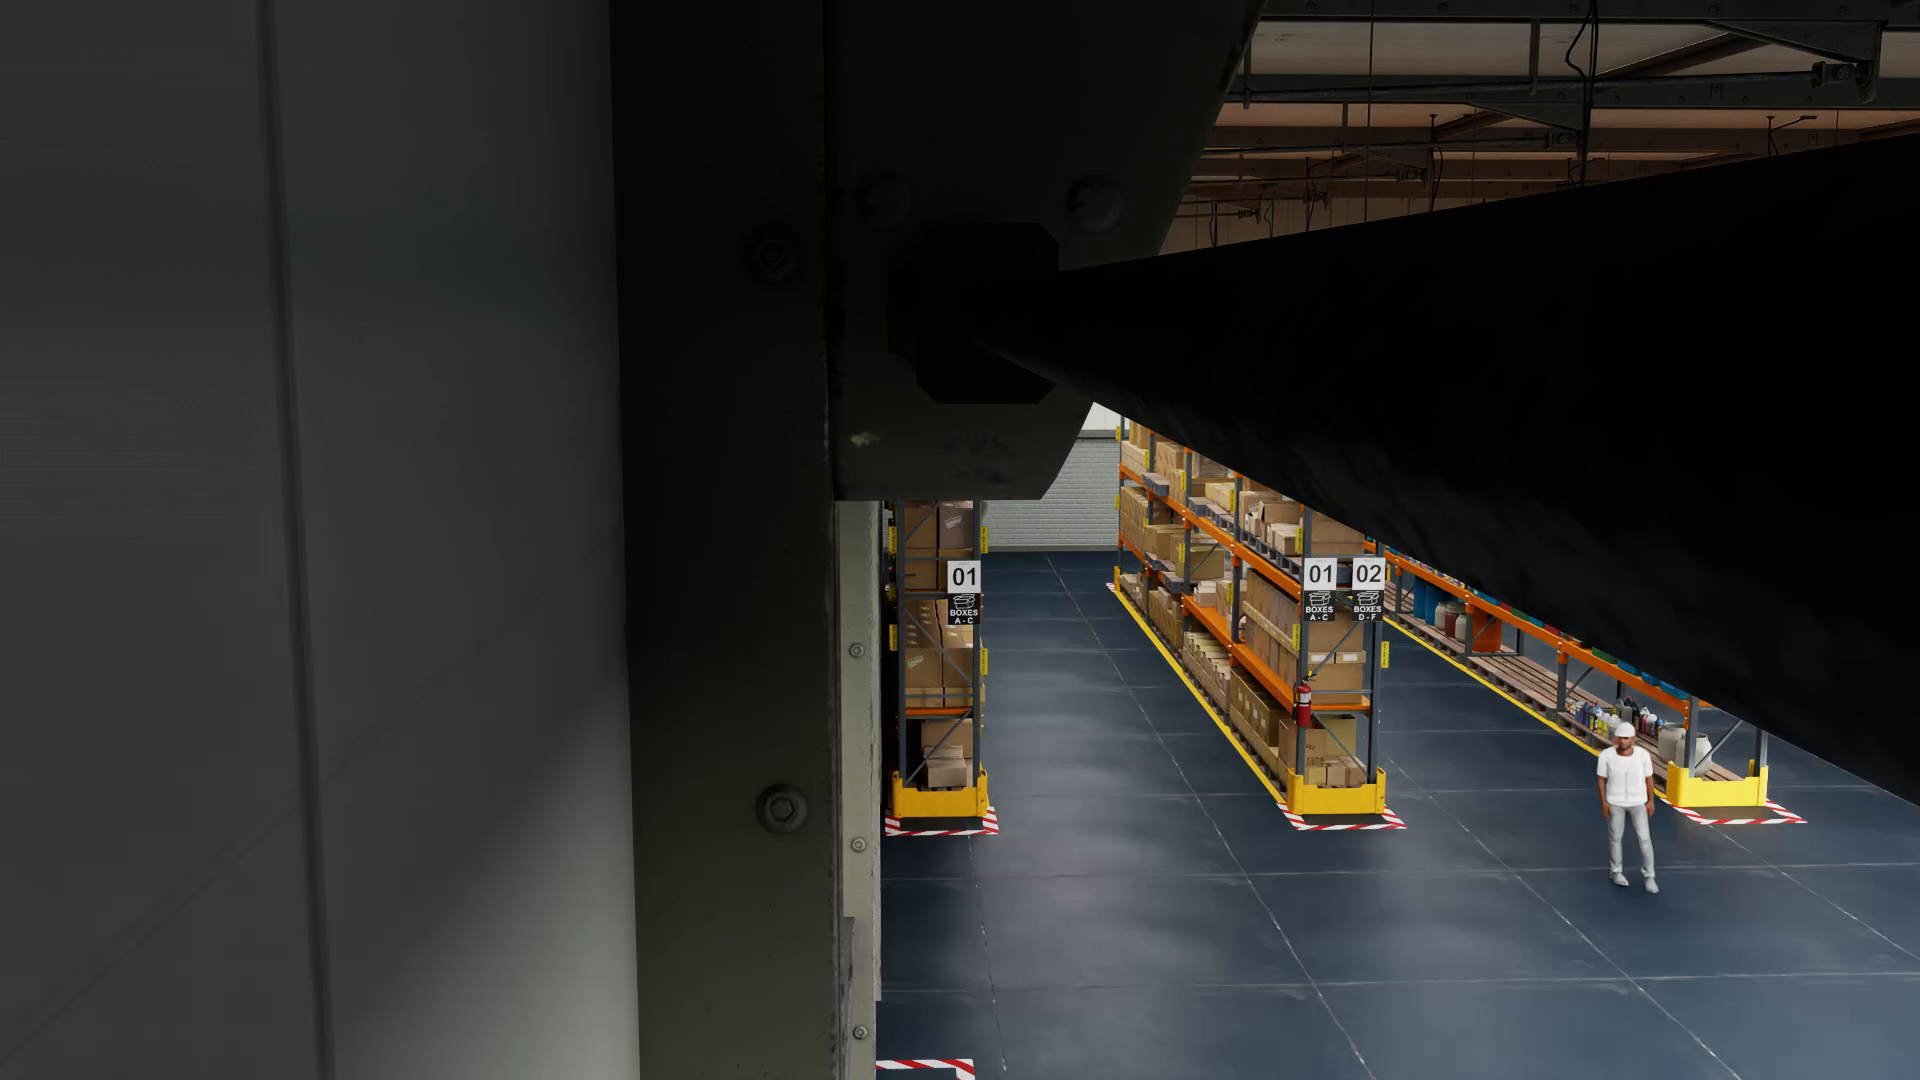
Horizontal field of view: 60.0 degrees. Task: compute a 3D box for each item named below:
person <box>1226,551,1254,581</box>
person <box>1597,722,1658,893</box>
[{"bbox_3d":[5.618,0.744,32.993,0.588,1.754,0.983,0,8,-2],"label":"person"},{"bbox_3d":[7.257,2.873,18.041,0.680,1.777,0.466,3,9,20],"label":"person"}]
